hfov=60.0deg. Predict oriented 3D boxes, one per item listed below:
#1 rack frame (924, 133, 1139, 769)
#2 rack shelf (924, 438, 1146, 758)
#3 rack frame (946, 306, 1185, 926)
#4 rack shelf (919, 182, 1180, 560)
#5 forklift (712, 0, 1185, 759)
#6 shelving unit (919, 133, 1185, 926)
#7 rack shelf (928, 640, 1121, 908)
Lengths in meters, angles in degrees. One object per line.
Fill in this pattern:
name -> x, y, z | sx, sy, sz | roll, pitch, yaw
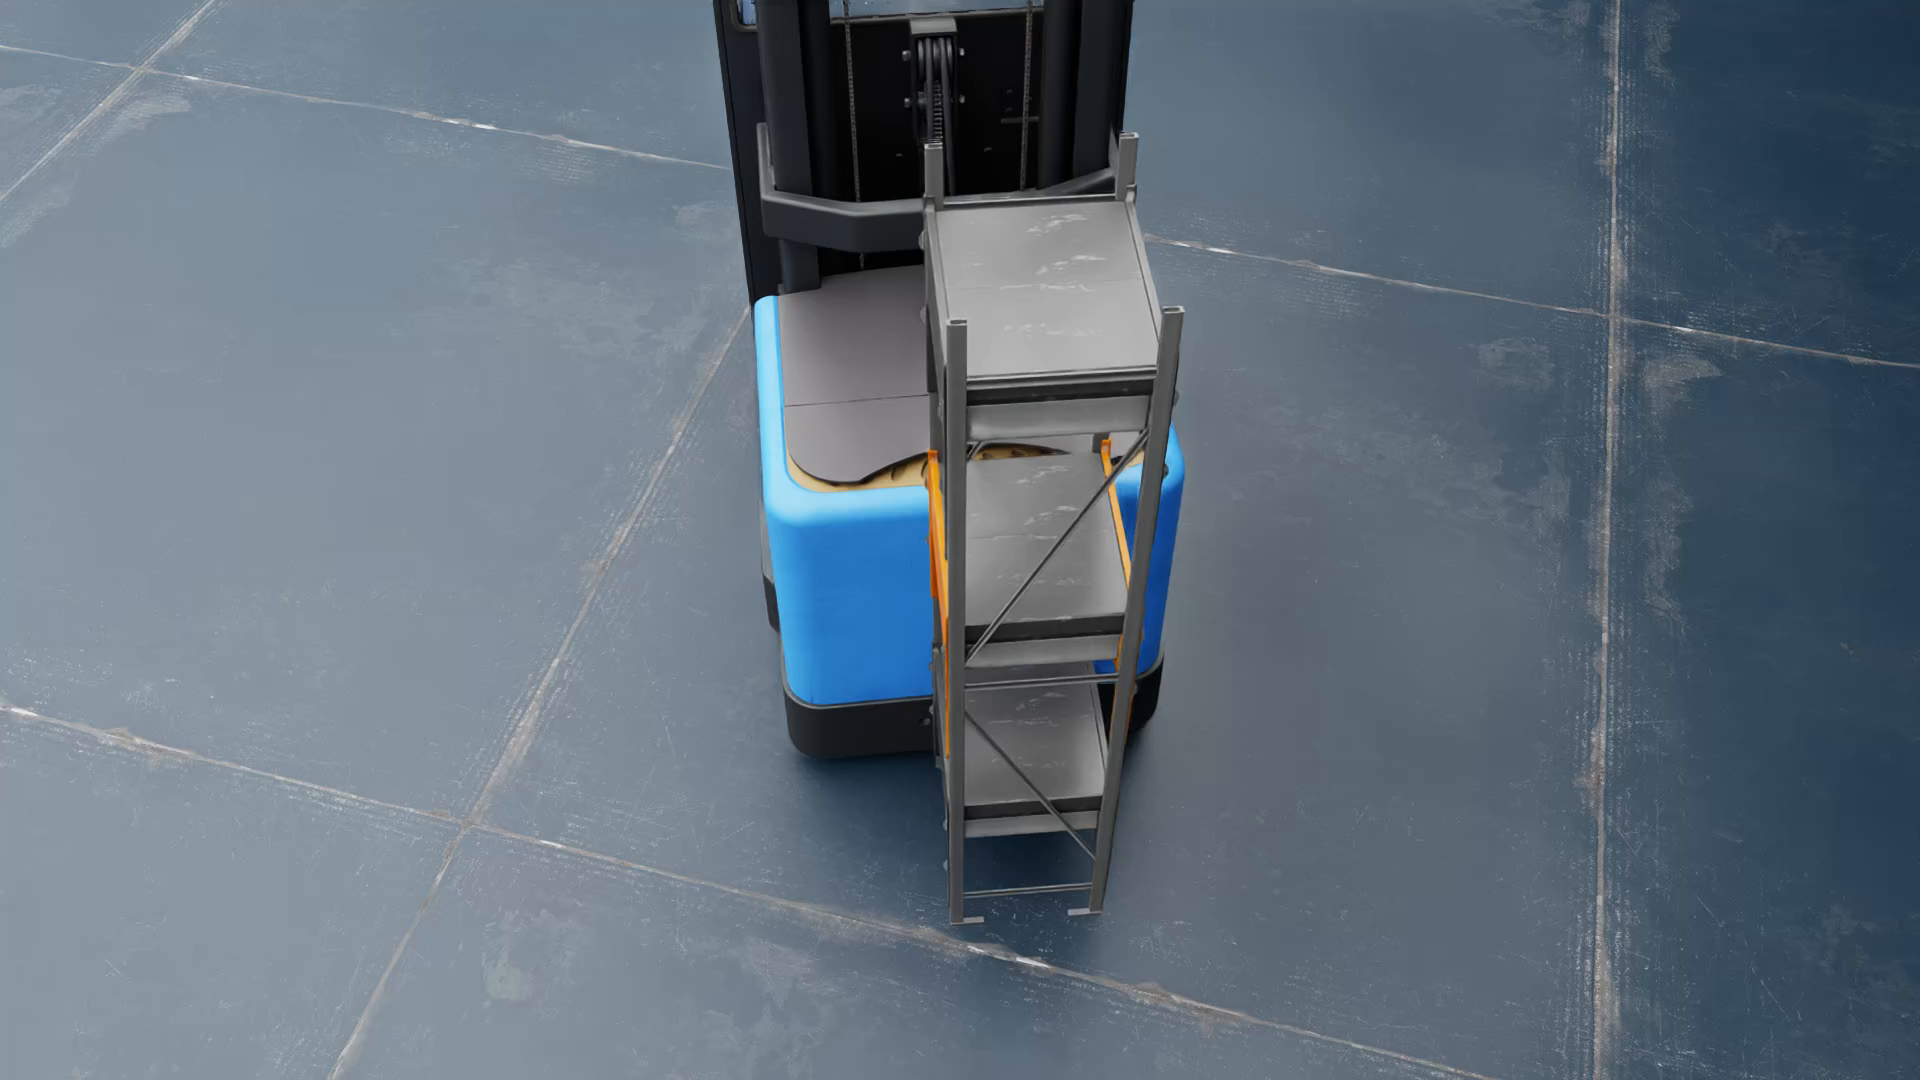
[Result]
rack frame -> 0.132, -0.060, 3.893 | 0.400, 2.100, 0.015 | -4, 49, -3
rack shelf -> 0.154, 0.134, 3.745 | 0.431, 0.518, 0.480 | -4, 49, -3
rack frame -> 0.175, 0.309, 3.576 | 0.400, 2.100, 0.015 | -4, 49, -3
rack shelf -> 0.155, -0.323, 3.214 | 0.431, 0.518, 0.480 | -4, 49, -3
forklift -> -0.122, -1.478, 4.599 | 1.130, 2.935, 3.031 | -5, 49, -4
shelving unit -> 0.154, 0.125, 3.735 | 0.431, 2.100, 0.503 | -4, 49, -3
rack shelf -> 0.153, 0.590, 4.276 | 0.431, 0.518, 0.480 | -4, 49, -3
